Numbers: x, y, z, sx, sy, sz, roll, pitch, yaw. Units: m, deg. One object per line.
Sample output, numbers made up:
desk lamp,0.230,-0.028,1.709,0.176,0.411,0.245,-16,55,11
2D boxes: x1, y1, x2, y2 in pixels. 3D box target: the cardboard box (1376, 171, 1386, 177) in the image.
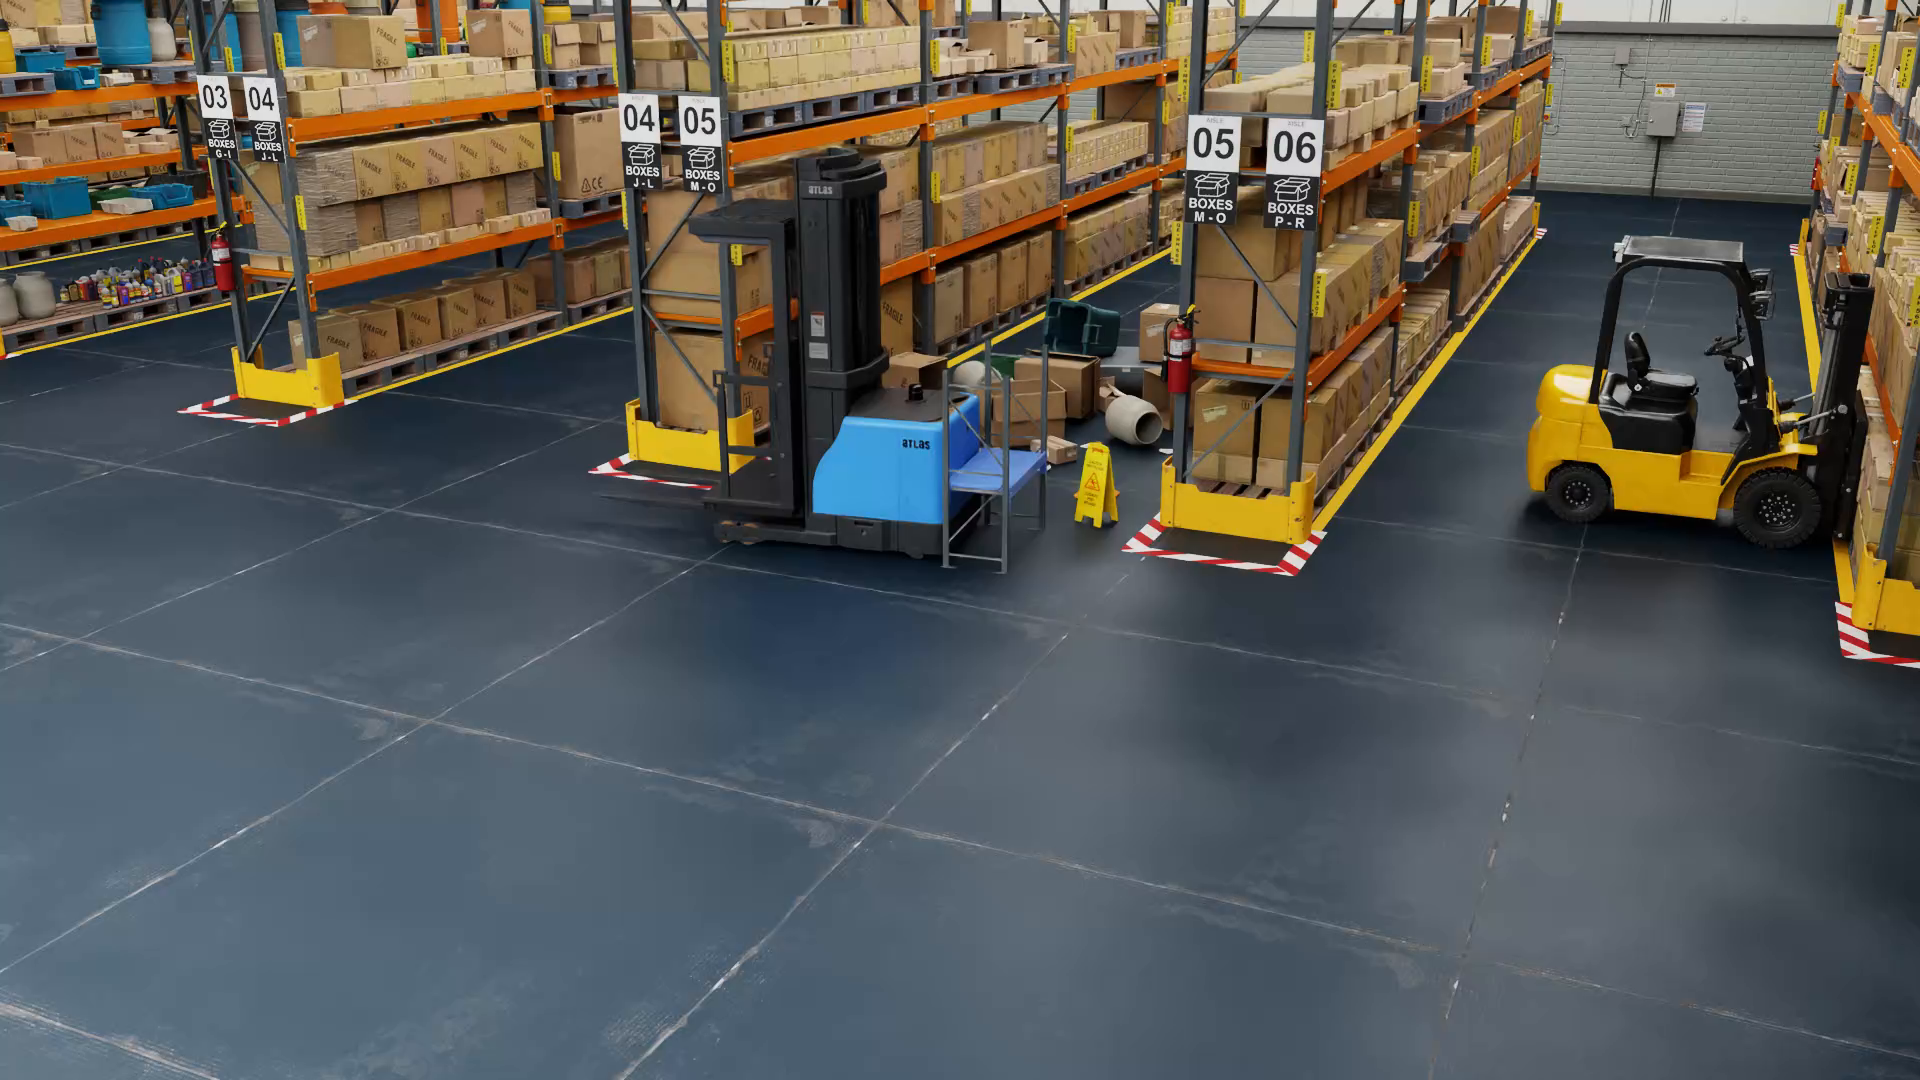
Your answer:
cardboard box,4.191,-3.570,17.309,0.500,0.500,0.500,9,22,25

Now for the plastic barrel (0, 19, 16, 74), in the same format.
plastic barrel,-11.055,-5.585,18.813,0.600,0.588,0.600,0,20,0

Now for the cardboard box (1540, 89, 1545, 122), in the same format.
cardboard box,8.726,-6.710,25.717,0.500,0.500,0.500,9,22,24

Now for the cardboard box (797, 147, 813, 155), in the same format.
cardboard box,-2.542,-5.912,24.965,0.500,0.500,0.500,9,21,23

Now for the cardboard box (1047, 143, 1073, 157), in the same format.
cardboard box,1.240,-5.050,21.552,0.380,0.149,0.250,9,21,23

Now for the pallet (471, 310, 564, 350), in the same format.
pallet,-5.492,-2.539,19.793,1.003,0.211,1.213,9,21,23

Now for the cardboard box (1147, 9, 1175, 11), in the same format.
cardboard box,3.145,-8.247,26.088,0.380,0.149,0.250,9,22,25

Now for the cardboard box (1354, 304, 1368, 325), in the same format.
cardboard box,3.321,-1.976,14.423,0.380,0.149,0.250,9,21,23

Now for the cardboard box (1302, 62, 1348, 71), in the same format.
cardboard box,3.365,-4.322,15.354,0.380,0.149,0.250,8,21,22

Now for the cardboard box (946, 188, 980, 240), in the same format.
cardboard box,-0.098,-3.677,18.681,0.500,0.500,0.500,9,21,23

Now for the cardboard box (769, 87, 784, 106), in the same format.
cardboard box,-1.764,-3.884,14.535,0.380,0.149,0.250,9,21,23

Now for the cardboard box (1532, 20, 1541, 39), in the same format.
cardboard box,8.604,-7.809,25.421,0.500,0.250,0.500,7,21,18

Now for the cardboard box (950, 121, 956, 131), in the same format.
cardboard box,-0.285,-7.379,29.616,0.380,0.149,0.250,9,21,23

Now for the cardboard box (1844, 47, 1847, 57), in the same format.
cardboard box,12.204,-6.602,22.359,0.500,0.250,0.500,8,21,22

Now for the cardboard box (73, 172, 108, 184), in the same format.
cardboard box,-16.383,-6.983,30.710,0.750,0.750,0.750,8,21,22

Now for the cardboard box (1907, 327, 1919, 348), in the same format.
cardboard box,6.648,-1.380,11.254,0.380,0.149,0.250,9,21,24

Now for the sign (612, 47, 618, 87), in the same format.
sign,-2.893,-4.000,14.061,0.100,0.325,0.005,9,21,23

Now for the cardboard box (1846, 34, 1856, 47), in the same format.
cardboard box,11.075,-6.118,20.372,0.380,0.149,0.250,9,22,24

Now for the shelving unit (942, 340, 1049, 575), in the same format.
shelving unit,0.275,-0.644,12.540,0.538,1.500,1.048,6,21,17

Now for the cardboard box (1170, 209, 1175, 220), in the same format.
cardboard box,3.153,-5.110,26.044,0.380,0.149,0.250,7,21,20

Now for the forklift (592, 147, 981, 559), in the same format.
forklift,-1.406,-1.503,12.820,3.031,2.935,1.130,6,20,15

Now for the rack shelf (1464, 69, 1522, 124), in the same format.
rack shelf,6.249,-5.612,20.868,1.077,0.370,4.000,9,21,23

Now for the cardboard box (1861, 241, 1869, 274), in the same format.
cardboard box,8.494,-2.531,15.088,0.500,0.250,0.500,8,21,21

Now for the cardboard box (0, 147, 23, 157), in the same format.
cardboard box,-14.093,-5.654,24.591,0.396,0.266,0.258,8,21,21

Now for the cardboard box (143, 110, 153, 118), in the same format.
cardboard box,-15.639,-8.143,31.734,0.380,0.149,0.250,9,22,24

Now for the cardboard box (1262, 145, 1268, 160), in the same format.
cardboard box,2.257,-3.080,13.050,0.380,0.149,0.250,9,22,24

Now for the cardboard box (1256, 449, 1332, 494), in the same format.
cardboard box,2.737,-0.591,13.631,0.500,0.250,0.500,8,21,22

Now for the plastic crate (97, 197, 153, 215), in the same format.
plastic crate,-10.201,-4.087,20.378,0.530,0.136,0.437,9,21,23

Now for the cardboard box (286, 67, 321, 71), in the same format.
cardboard box,-6.751,-4.740,16.974,0.380,0.149,0.250,9,21,23

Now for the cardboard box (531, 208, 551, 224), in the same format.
cardboard box,-5.069,-3.838,19.660,0.380,0.149,0.250,9,21,23

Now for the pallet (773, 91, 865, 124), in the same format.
pallet,-1.611,-4.103,15.684,1.003,0.211,1.213,9,21,23

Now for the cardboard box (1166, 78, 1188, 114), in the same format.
cardboard box,3.351,-6.870,25.725,0.500,0.500,0.500,9,21,24

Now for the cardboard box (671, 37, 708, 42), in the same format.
cardboard box,-2.366,-4.348,14.651,0.380,0.149,0.250,9,21,24

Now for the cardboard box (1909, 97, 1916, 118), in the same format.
cardboard box,7.861,-3.467,13.365,0.380,0.149,0.250,9,21,24

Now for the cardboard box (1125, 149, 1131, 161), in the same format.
cardboard box,2.216,-5.496,23.694,0.380,0.149,0.250,7,21,20

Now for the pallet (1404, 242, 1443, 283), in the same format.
pallet,4.238,-2.826,16.726,1.003,0.211,1.213,9,21,23

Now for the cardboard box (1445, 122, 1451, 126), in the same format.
cardboard box,5.815,-4.947,20.761,0.500,0.500,0.500,9,21,23

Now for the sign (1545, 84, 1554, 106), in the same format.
sign,9.195,-6.950,25.953,0.100,0.325,0.005,9,21,23

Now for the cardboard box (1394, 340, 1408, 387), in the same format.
cardboard box,4.005,-1.823,16.914,0.950,0.372,0.625,9,21,23

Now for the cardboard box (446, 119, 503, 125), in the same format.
cardboard box,-5.665,-4.618,19.393,0.500,0.500,0.500,9,21,23

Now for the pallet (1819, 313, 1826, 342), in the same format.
pallet,10.801,-2.527,19.758,1.003,0.211,1.213,9,21,23

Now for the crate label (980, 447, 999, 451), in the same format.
crate label,0.267,-0.737,14.837,0.250,0.136,0.298,-2,20,-5

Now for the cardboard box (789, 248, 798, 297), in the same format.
cardboard box,-1.743,-2.644,15.703,0.875,0.550,0.550,9,21,23

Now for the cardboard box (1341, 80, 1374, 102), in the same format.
cardboard box,3.099,-3.603,13.331,0.380,0.149,0.250,9,22,24

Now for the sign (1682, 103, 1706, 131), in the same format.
sign,13.386,-7.716,30.331,0.329,0.494,0.001,9,21,23

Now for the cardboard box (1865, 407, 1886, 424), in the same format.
cardboard box,7.204,-0.824,12.793,0.500,0.250,0.500,8,21,22

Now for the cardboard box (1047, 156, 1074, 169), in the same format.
cardboard box,1.254,-4.914,21.614,0.380,0.149,0.250,10,22,25

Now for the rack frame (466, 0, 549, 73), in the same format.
rack frame,-5.249,-6.889,18.911,1.000,3.000,0.127,9,21,23

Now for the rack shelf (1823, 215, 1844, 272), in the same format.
rack shelf,10.779,-3.518,19.459,1.077,0.370,4.000,9,21,23

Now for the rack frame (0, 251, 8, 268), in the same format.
rack frame,-14.285,-5.423,23.742,1.000,3.000,0.127,9,21,23

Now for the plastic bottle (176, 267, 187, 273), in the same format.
plastic bottle,-9.992,-3.384,21.416,0.152,0.276,0.135,9,21,23

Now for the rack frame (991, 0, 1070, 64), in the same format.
rack frame,0.873,-7.401,20.349,1.000,3.000,0.127,9,21,23

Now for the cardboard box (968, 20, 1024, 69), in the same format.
cardboard box,0.416,-5.710,19.145,0.500,0.500,0.500,9,21,23

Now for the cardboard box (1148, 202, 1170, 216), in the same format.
cardboard box,3.008,-5.085,25.530,0.380,0.149,0.250,10,22,25

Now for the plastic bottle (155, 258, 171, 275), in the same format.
plastic bottle,-10.345,-3.492,21.608,0.144,0.351,0.185,9,21,23

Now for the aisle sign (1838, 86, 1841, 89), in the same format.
aisle sign,12.996,-6.977,24.232,0.394,0.787,0.004,9,21,23
